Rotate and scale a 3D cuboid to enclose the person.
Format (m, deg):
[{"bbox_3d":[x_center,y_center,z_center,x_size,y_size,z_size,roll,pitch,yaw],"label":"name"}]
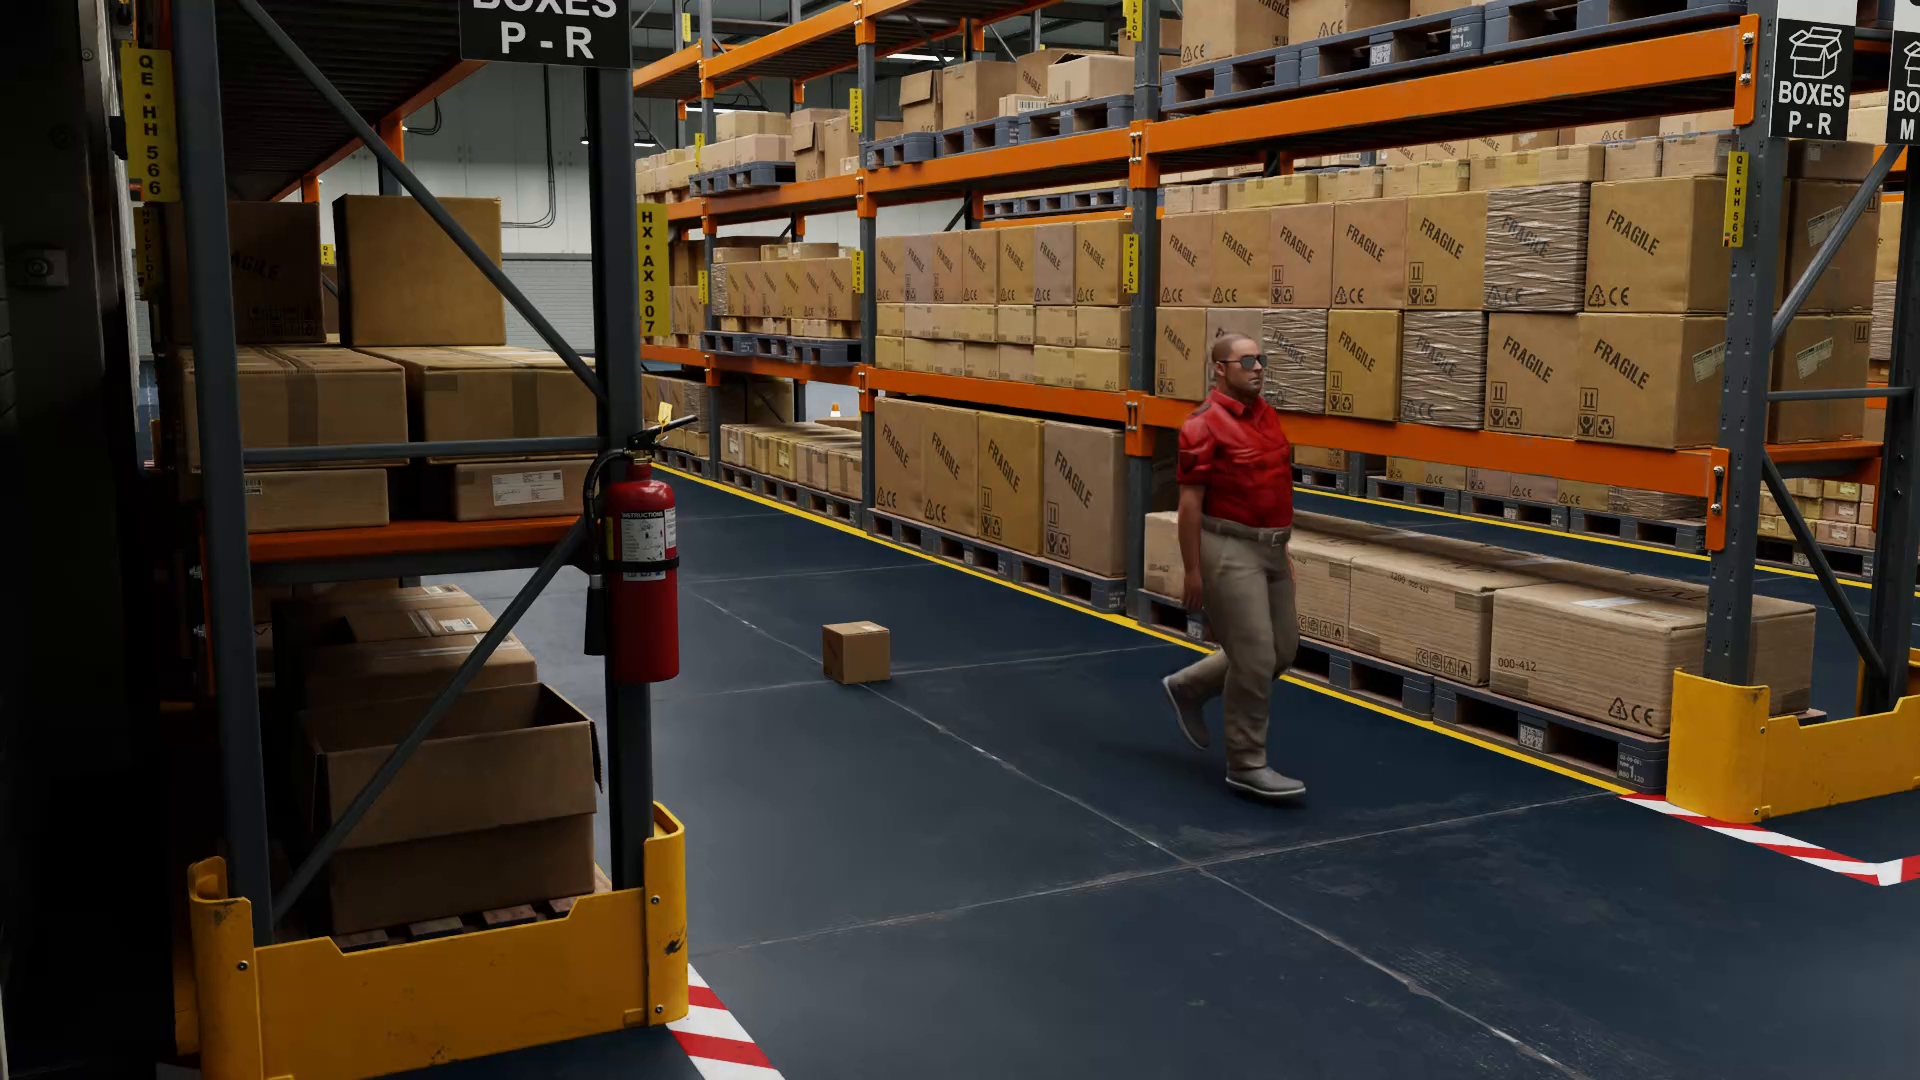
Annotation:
[{"bbox_3d":[1.070,-0.247,6.208,0.334,1.047,0.538,8,12,43],"label":"person"}]
